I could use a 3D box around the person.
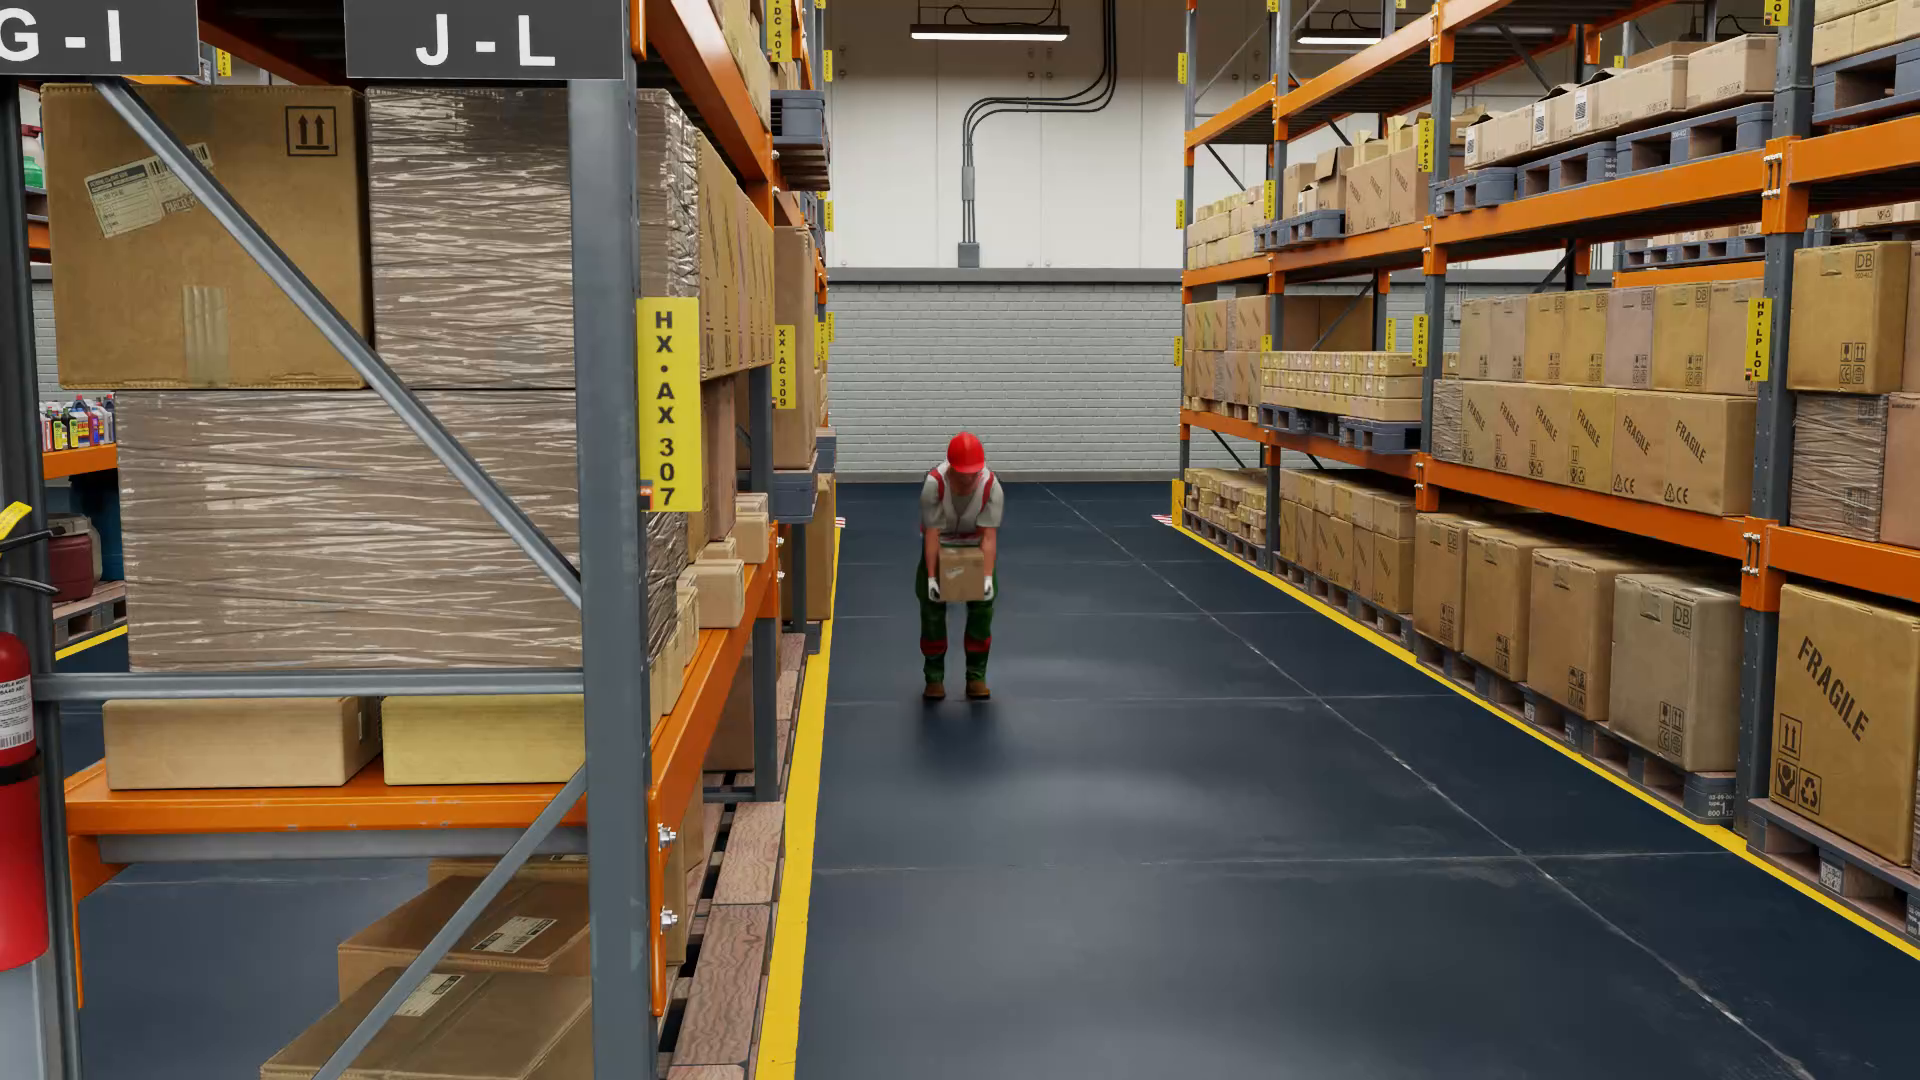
[{"bbox_3d":[-0.003,0.153,9.392,0.484,1.541,0.819,-1,7,-5],"label":"person"}]
